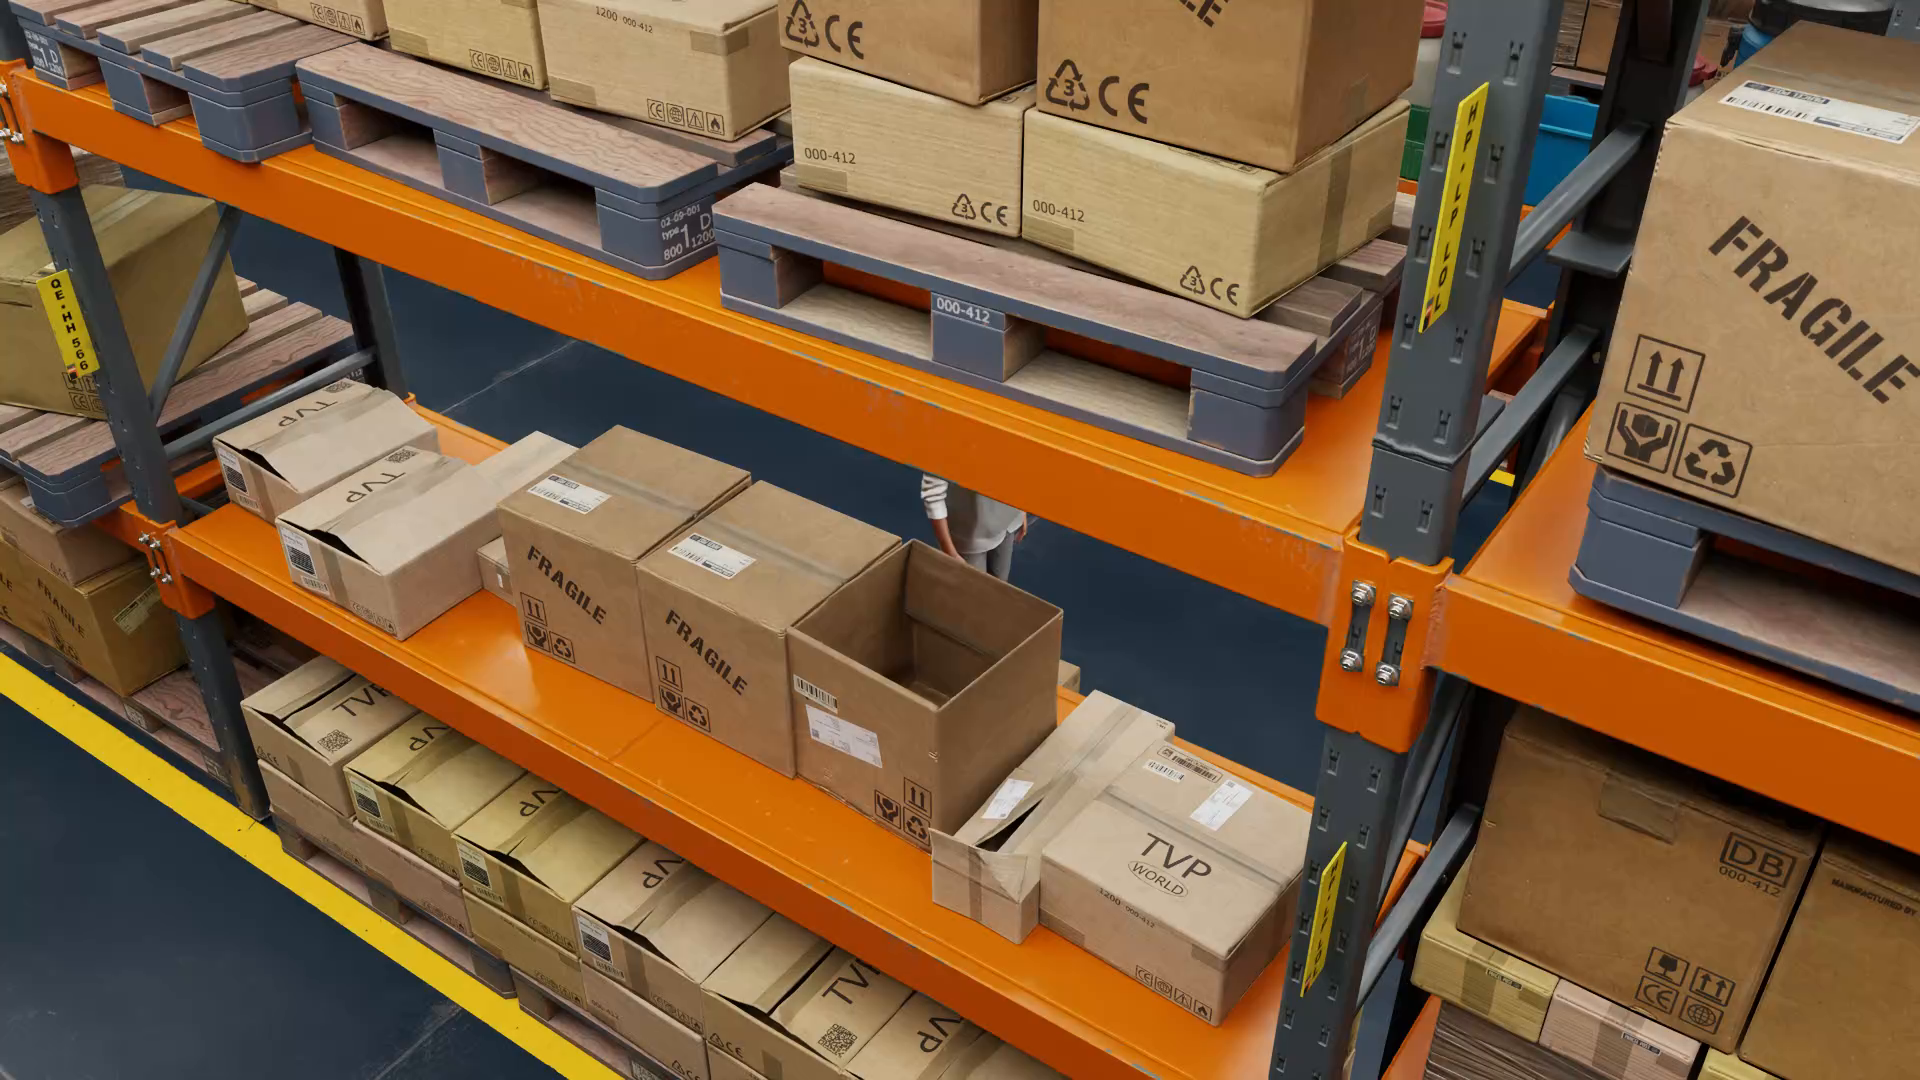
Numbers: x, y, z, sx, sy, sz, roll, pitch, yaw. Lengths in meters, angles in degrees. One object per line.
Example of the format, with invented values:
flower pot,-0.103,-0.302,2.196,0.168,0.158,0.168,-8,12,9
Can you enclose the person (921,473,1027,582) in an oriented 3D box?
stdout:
person,0.120,0.009,6.124,0.475,1.596,0.520,22,41,28
